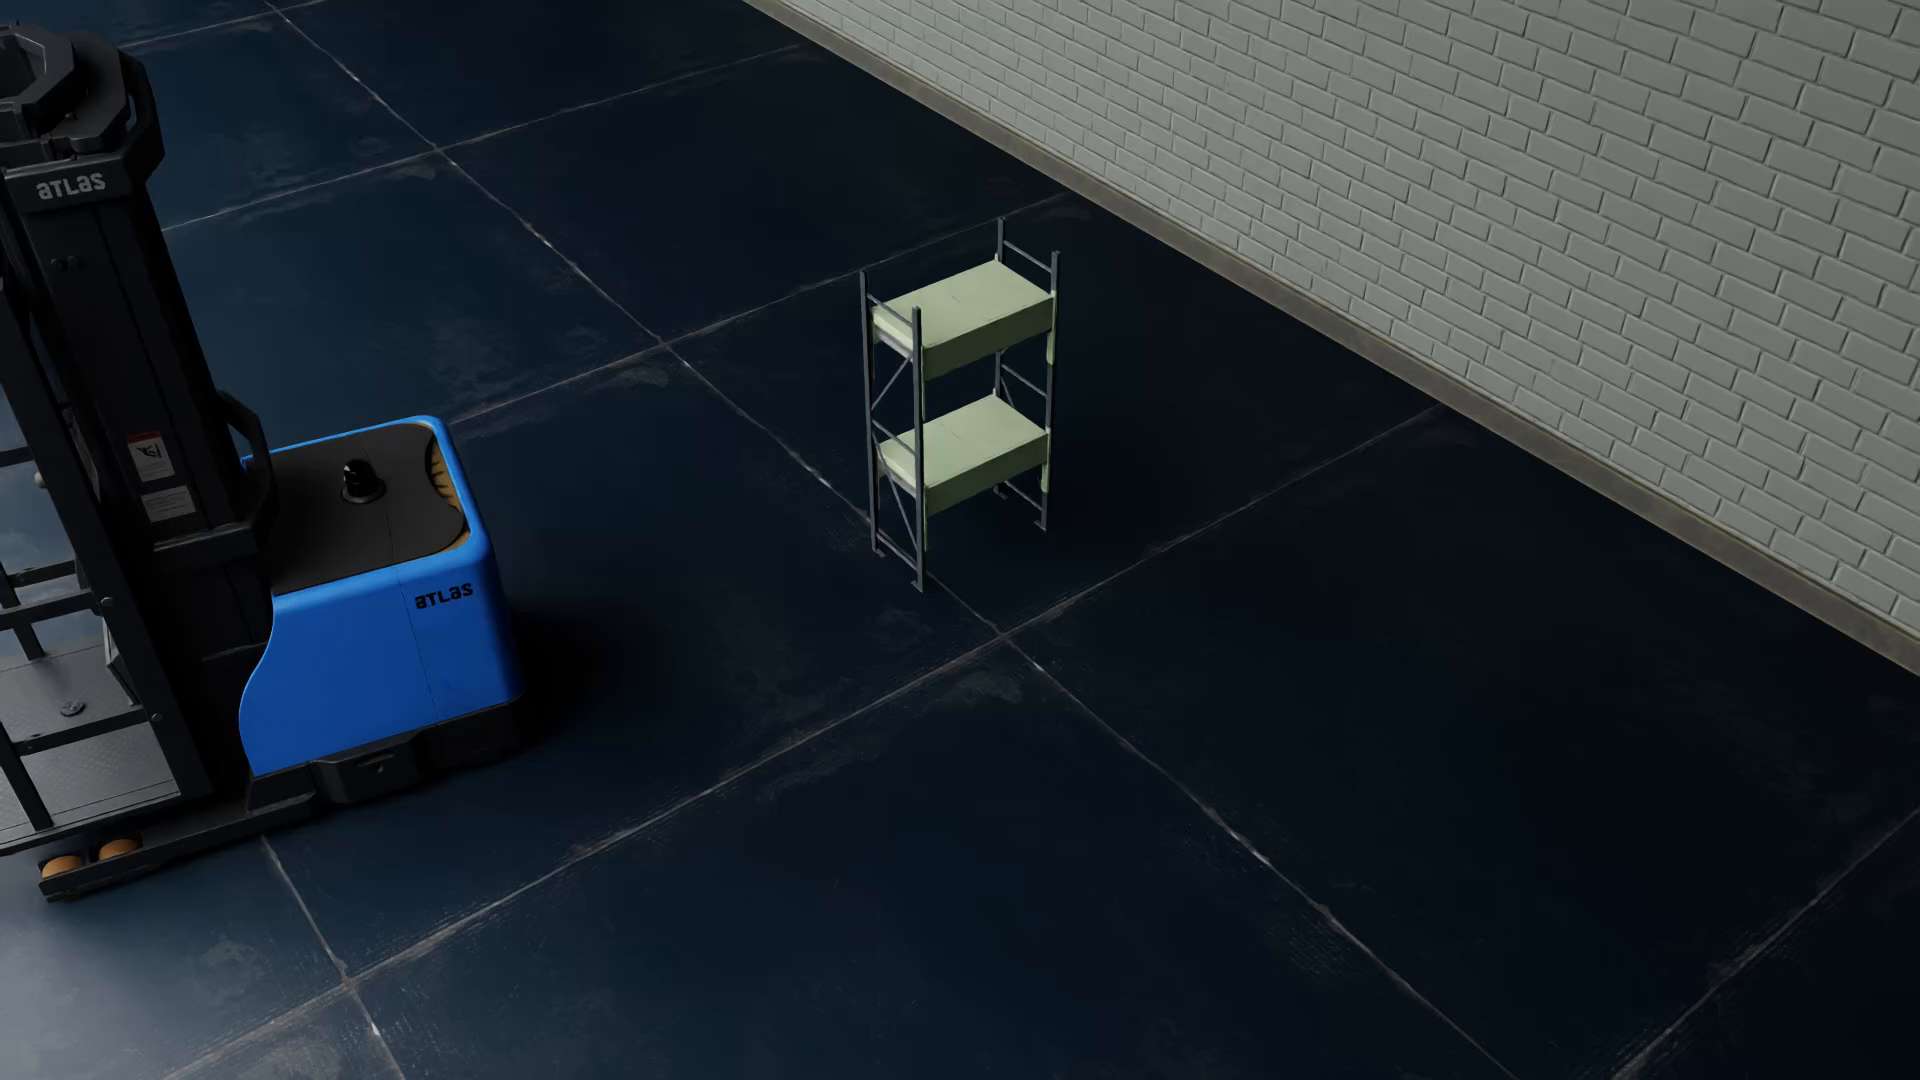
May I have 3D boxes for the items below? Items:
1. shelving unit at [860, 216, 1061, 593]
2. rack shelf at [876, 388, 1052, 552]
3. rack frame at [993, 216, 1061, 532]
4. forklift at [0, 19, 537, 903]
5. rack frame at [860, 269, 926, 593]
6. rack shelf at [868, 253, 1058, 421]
[{"bbox_3d":[0.005,-0.582,7.411,0.755,1.500,0.431,-26,46,-28],"label":"shelving unit"},{"bbox_3d":[0.005,-0.330,7.618,0.720,0.370,0.431,-26,46,-28],"label":"rack shelf"},{"bbox_3d":[0.295,-0.724,7.583,0.023,1.500,0.400,-26,46,-28],"label":"rack frame"},{"bbox_3d":[-3.297,-0.169,5.779,3.031,2.935,1.130,-16,42,-19],"label":"forklift"},{"bbox_3d":[-0.285,-0.441,7.239,0.023,1.500,0.400,-26,46,-28],"label":"rack frame"},{"bbox_3d":[0.005,-0.884,7.163,0.720,0.370,0.431,-26,46,-28],"label":"rack shelf"}]
